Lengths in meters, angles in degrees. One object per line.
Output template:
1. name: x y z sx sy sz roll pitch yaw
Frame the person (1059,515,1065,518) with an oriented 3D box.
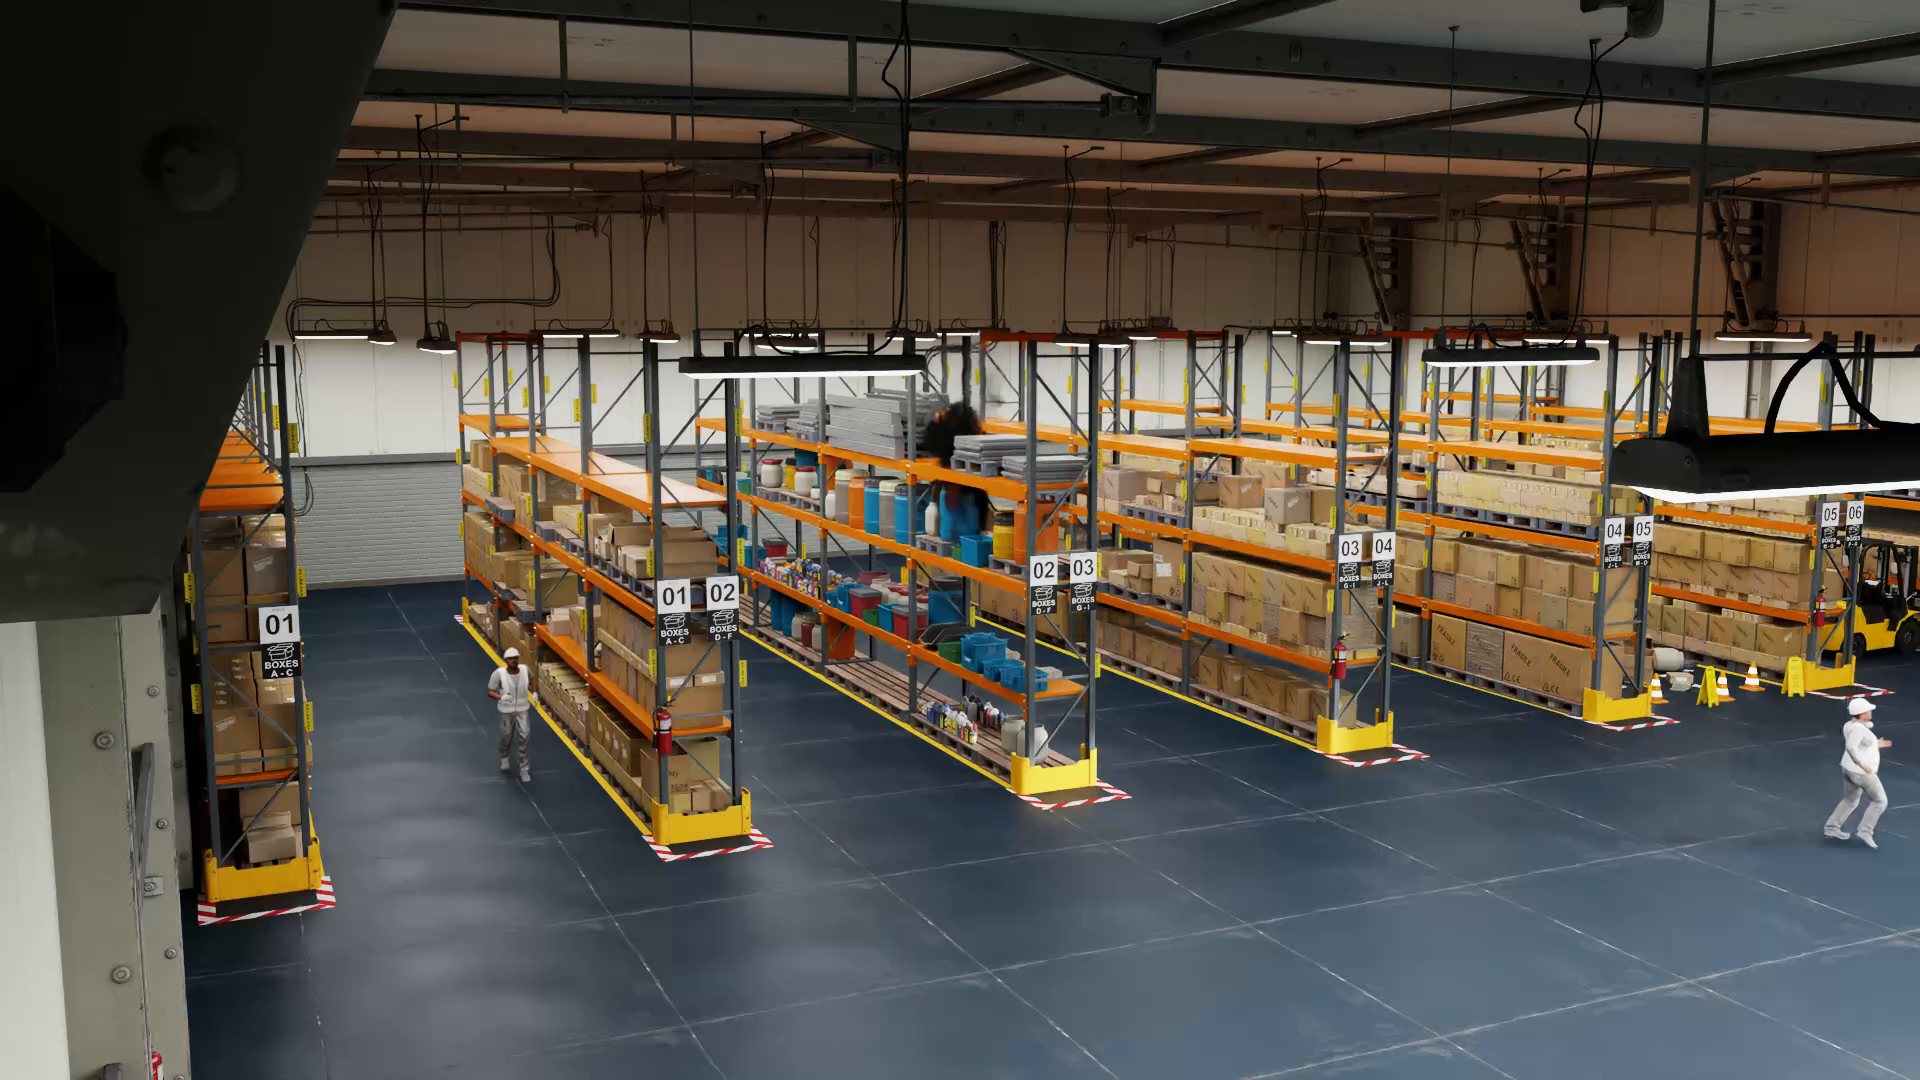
1. person: 2.271 0.203 39.620 0.721 1.646 0.602 0 8 1

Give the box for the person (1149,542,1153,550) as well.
1. person: 5.068 -0.285 42.771 0.700 1.742 0.742 -3 8 -18

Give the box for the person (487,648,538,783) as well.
1. person: -6.137 2.374 22.863 0.704 1.837 0.830 -4 9 -27

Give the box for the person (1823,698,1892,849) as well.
1. person: 10.774 2.791 19.889 0.715 1.824 0.637 1 8 6
